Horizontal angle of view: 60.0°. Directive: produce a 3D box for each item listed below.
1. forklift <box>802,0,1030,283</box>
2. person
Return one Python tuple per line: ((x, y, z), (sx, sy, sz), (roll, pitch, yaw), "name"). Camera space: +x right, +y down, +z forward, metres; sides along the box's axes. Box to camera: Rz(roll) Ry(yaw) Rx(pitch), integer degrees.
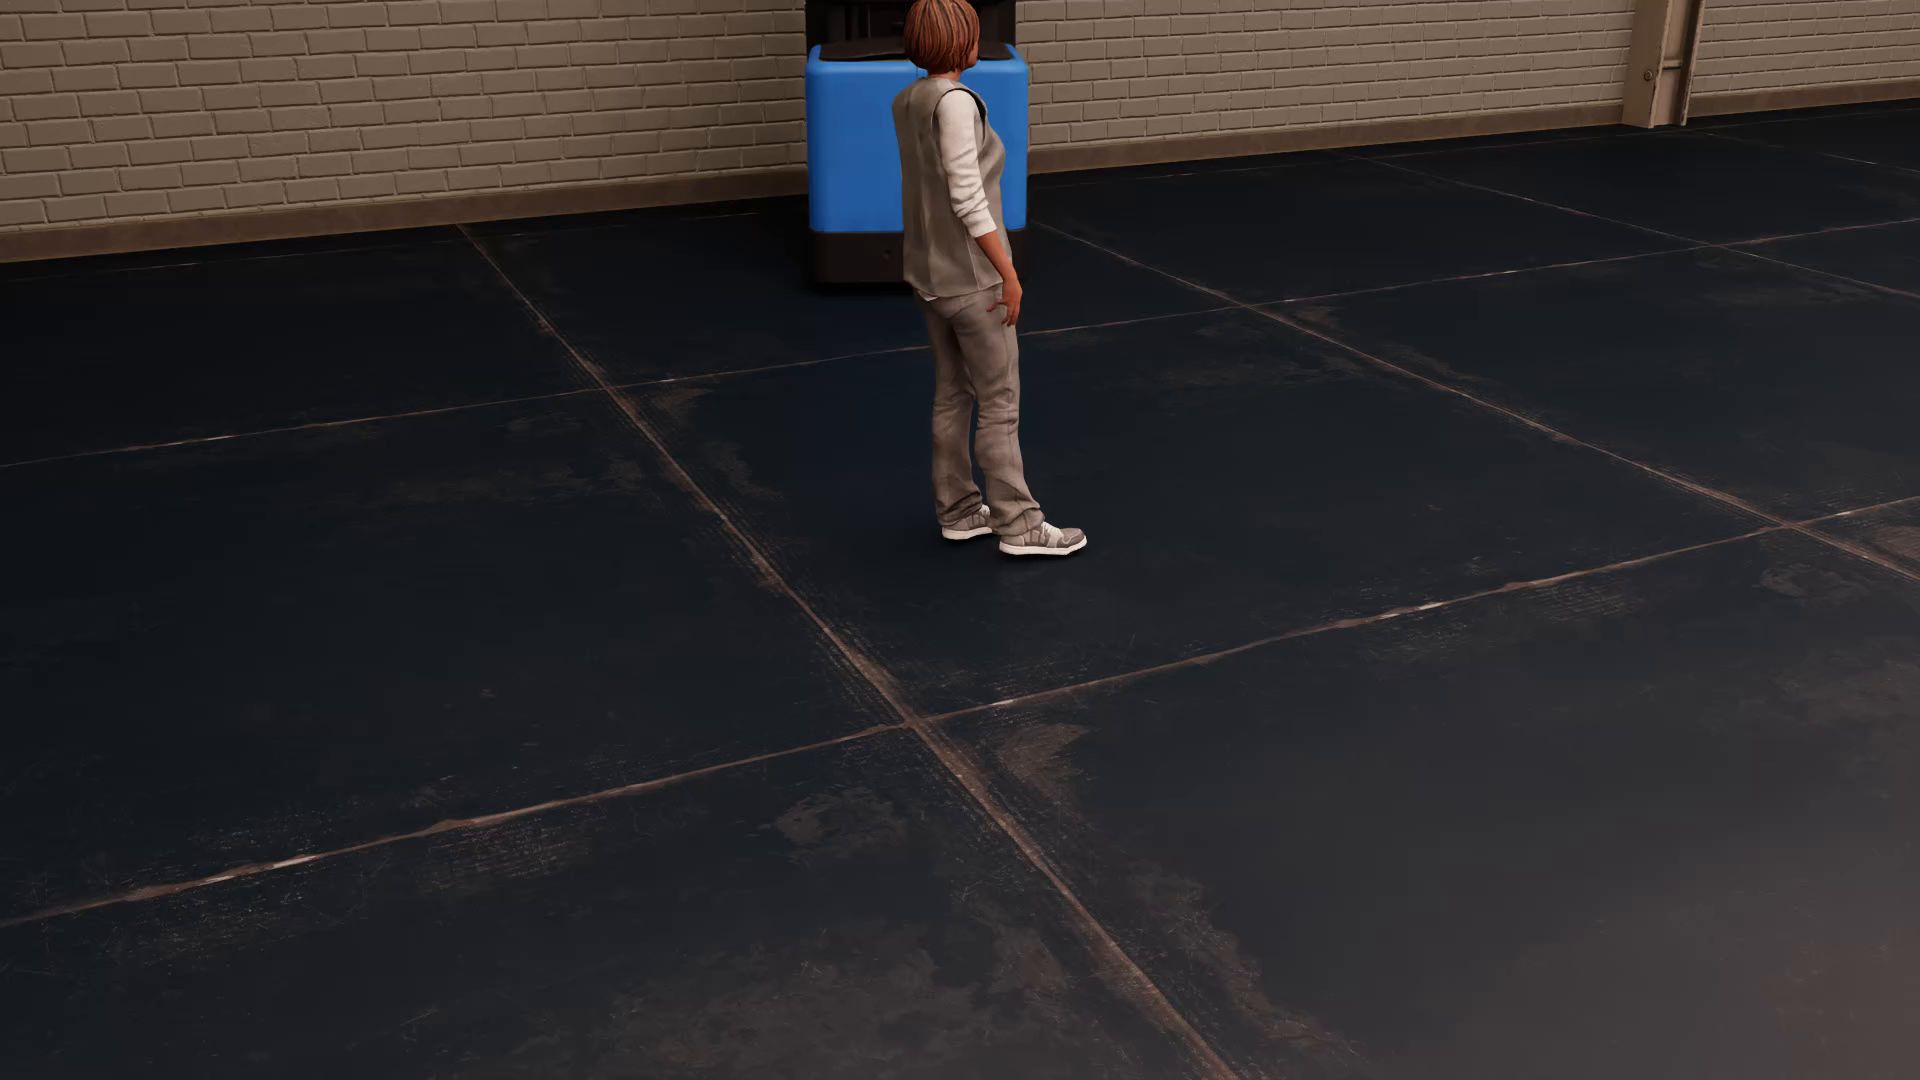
((-0.268, -3.083, 8.707), (1.130, 2.935, 3.031), (-1, 23, -3), "forklift")
((0.073, -0.738, 4.821), (0.473, 1.570, 0.521), (-10, 25, -23), "person")
